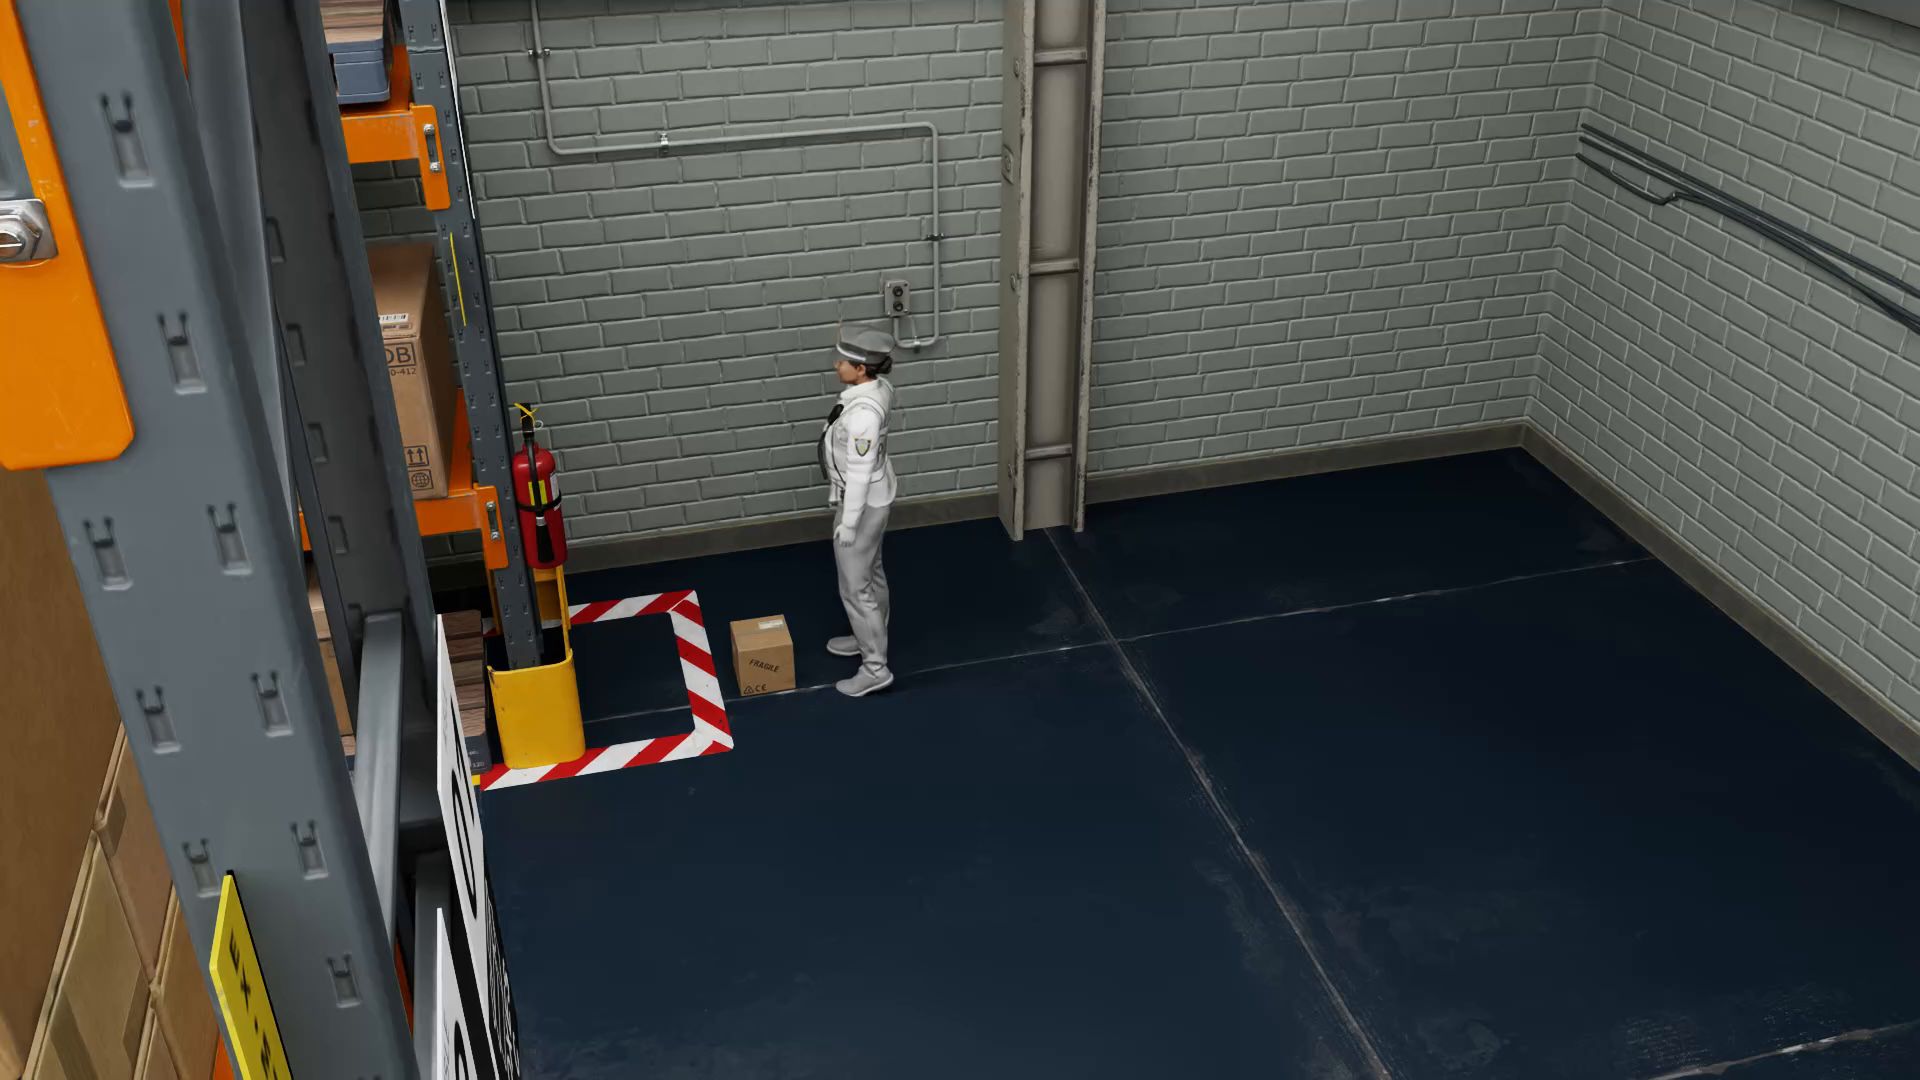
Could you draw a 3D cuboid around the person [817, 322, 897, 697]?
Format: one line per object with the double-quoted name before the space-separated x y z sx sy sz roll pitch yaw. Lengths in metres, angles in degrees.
"person" -0.456 -0.146 7.364 0.362 1.715 0.544 2 30 3
